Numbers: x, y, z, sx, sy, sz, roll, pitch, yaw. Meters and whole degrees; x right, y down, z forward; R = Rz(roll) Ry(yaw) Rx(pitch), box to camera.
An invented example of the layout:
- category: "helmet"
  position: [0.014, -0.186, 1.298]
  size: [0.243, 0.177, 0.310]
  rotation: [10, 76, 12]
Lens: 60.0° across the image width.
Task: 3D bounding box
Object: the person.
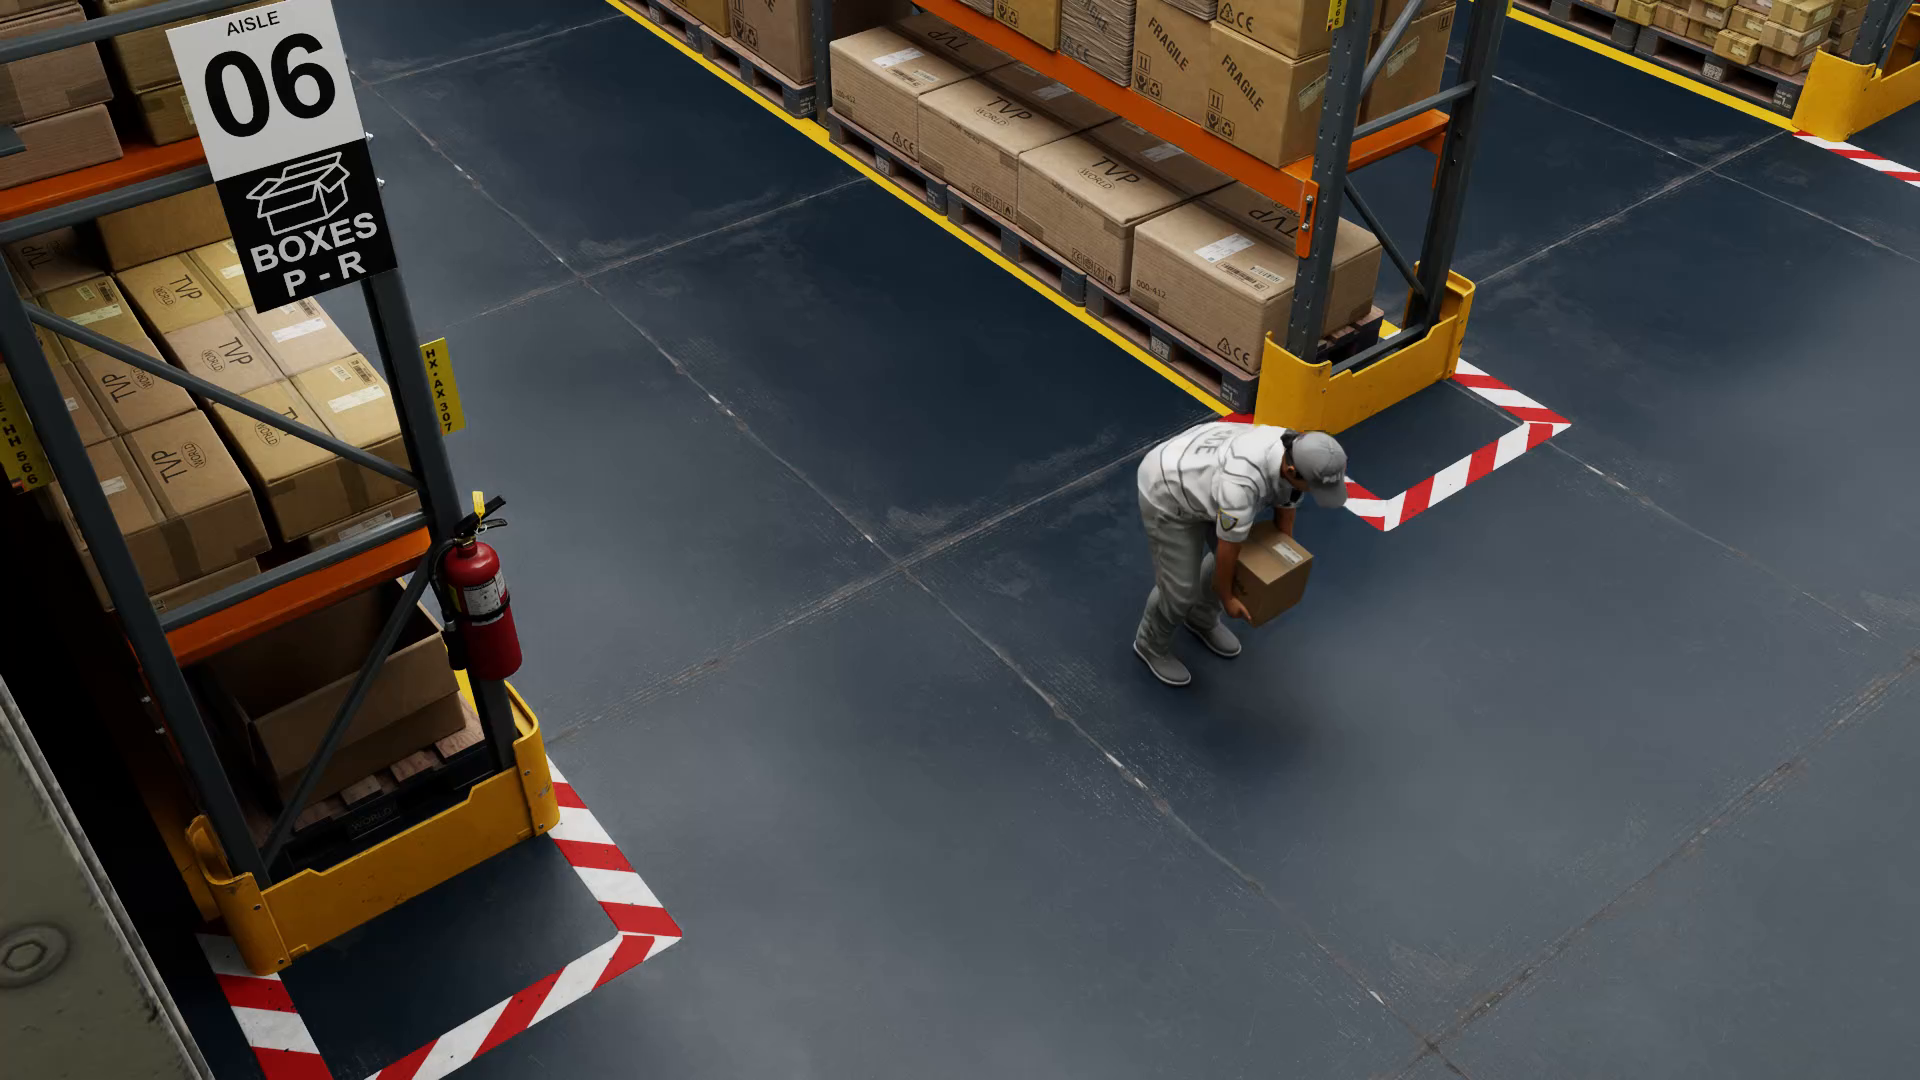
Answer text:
- category: "person"
  position: [1.049, 0.026, 6.343]
  size: [0.457, 1.390, 0.848]
  rotation: [-28, 48, -28]
